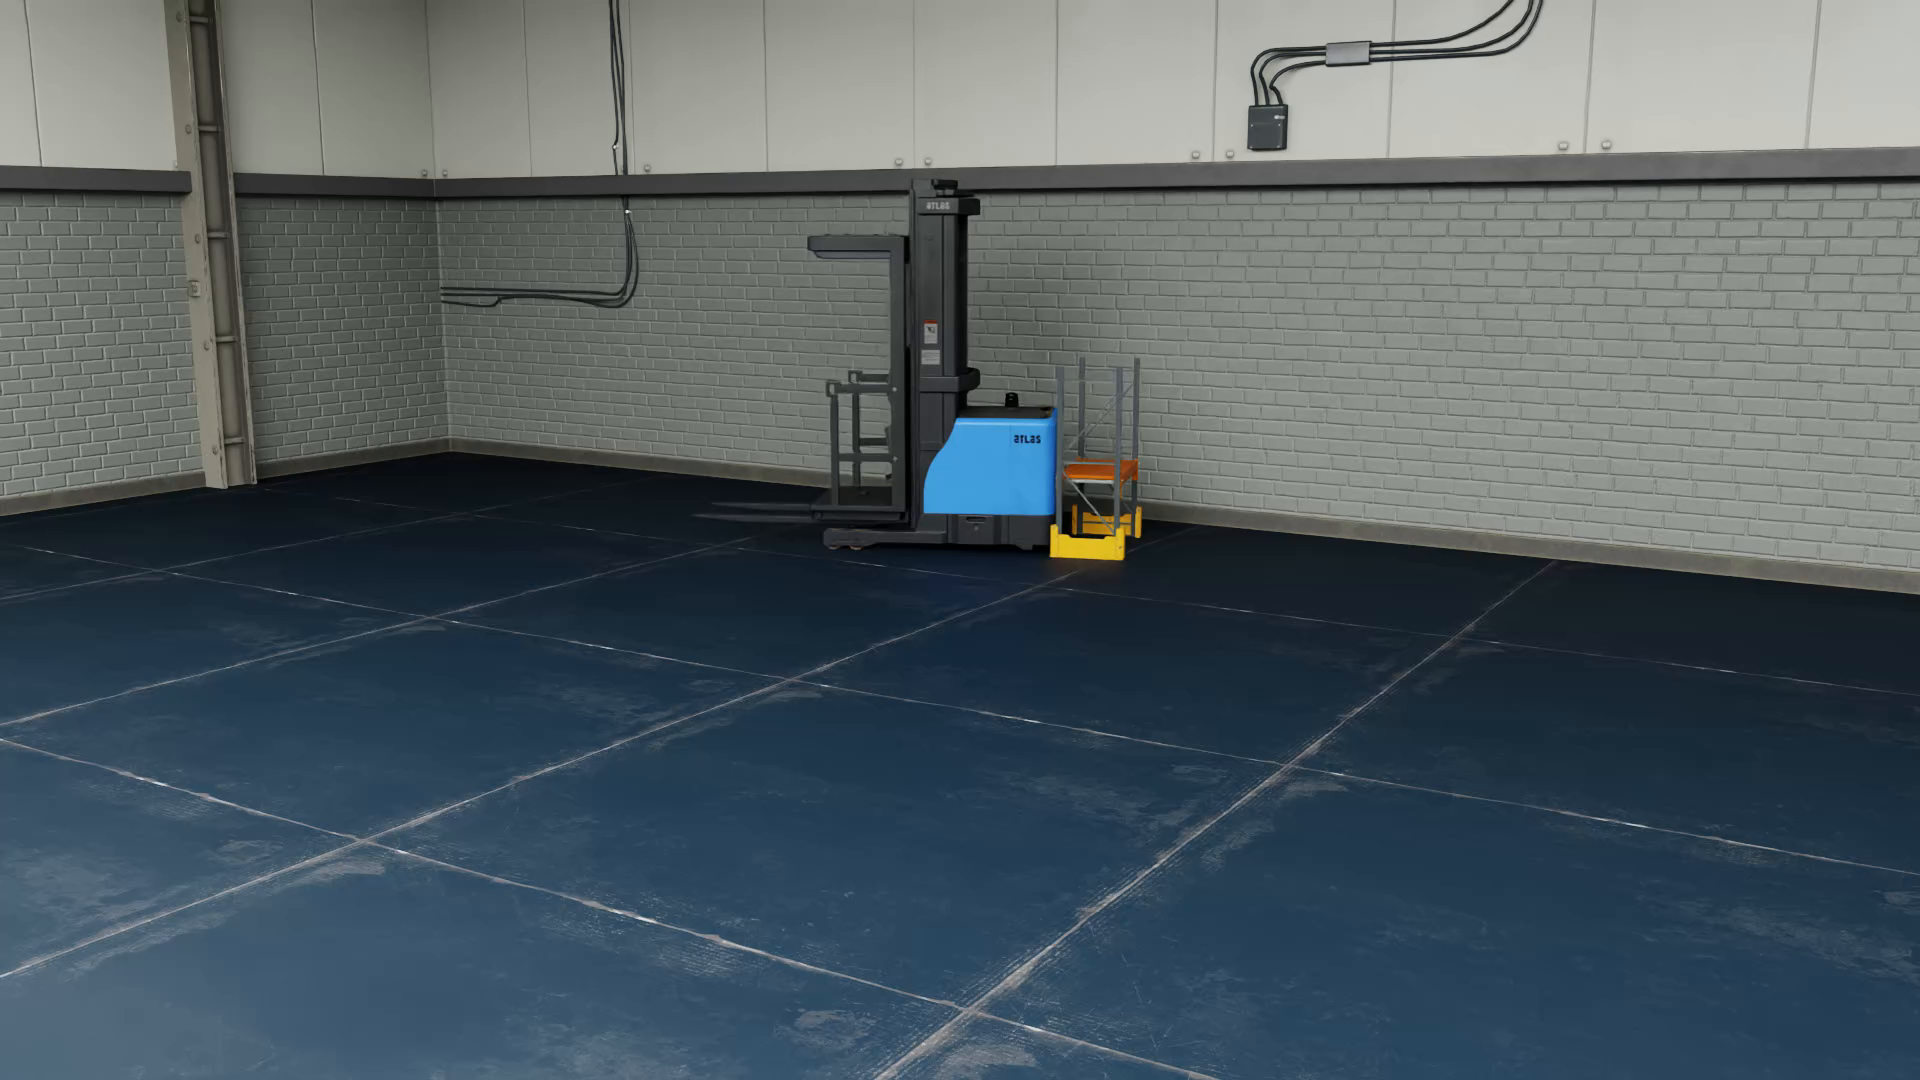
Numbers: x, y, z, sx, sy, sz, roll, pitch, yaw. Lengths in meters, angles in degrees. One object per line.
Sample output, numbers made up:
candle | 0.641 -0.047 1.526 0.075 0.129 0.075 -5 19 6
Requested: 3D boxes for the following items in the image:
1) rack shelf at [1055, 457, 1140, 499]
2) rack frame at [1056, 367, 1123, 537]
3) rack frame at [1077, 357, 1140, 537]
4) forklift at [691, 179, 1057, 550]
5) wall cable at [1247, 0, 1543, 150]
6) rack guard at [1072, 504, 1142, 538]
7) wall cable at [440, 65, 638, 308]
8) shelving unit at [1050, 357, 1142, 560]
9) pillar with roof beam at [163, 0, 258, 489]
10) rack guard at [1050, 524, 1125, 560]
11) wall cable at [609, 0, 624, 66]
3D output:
rack shelf | 1.124 -0.511 13.501 0.538 0.185 1.000 3 11 13
rack frame | 1.005 -0.597 12.982 0.500 1.500 0.032 3 11 13
rack frame | 1.243 -0.779 13.954 0.500 1.500 0.032 3 11 13
forklift | -0.686 -1.453 13.667 3.031 2.935 1.130 1 11 6
wall cable | 3.380 -6.080 12.651 2.305 6.003 0.169 6 12 31
rack guard | 1.239 -0.161 14.050 0.587 0.250 0.087 3 11 13
wall cable | -4.726 -3.792 18.107 3.097 2.526 0.112 6 12 31
shelving unit | 1.122 -0.686 13.460 0.587 1.500 1.083 3 11 13
pillar with roof beam | -3.706 -4.570 13.825 9.100 9.000 0.400 6 12 31
rack guard | 1.006 0.017 13.099 0.587 0.250 0.087 3 11 13
wall cable | -2.413 -6.016 16.262 3.097 2.526 0.112 6 12 31
